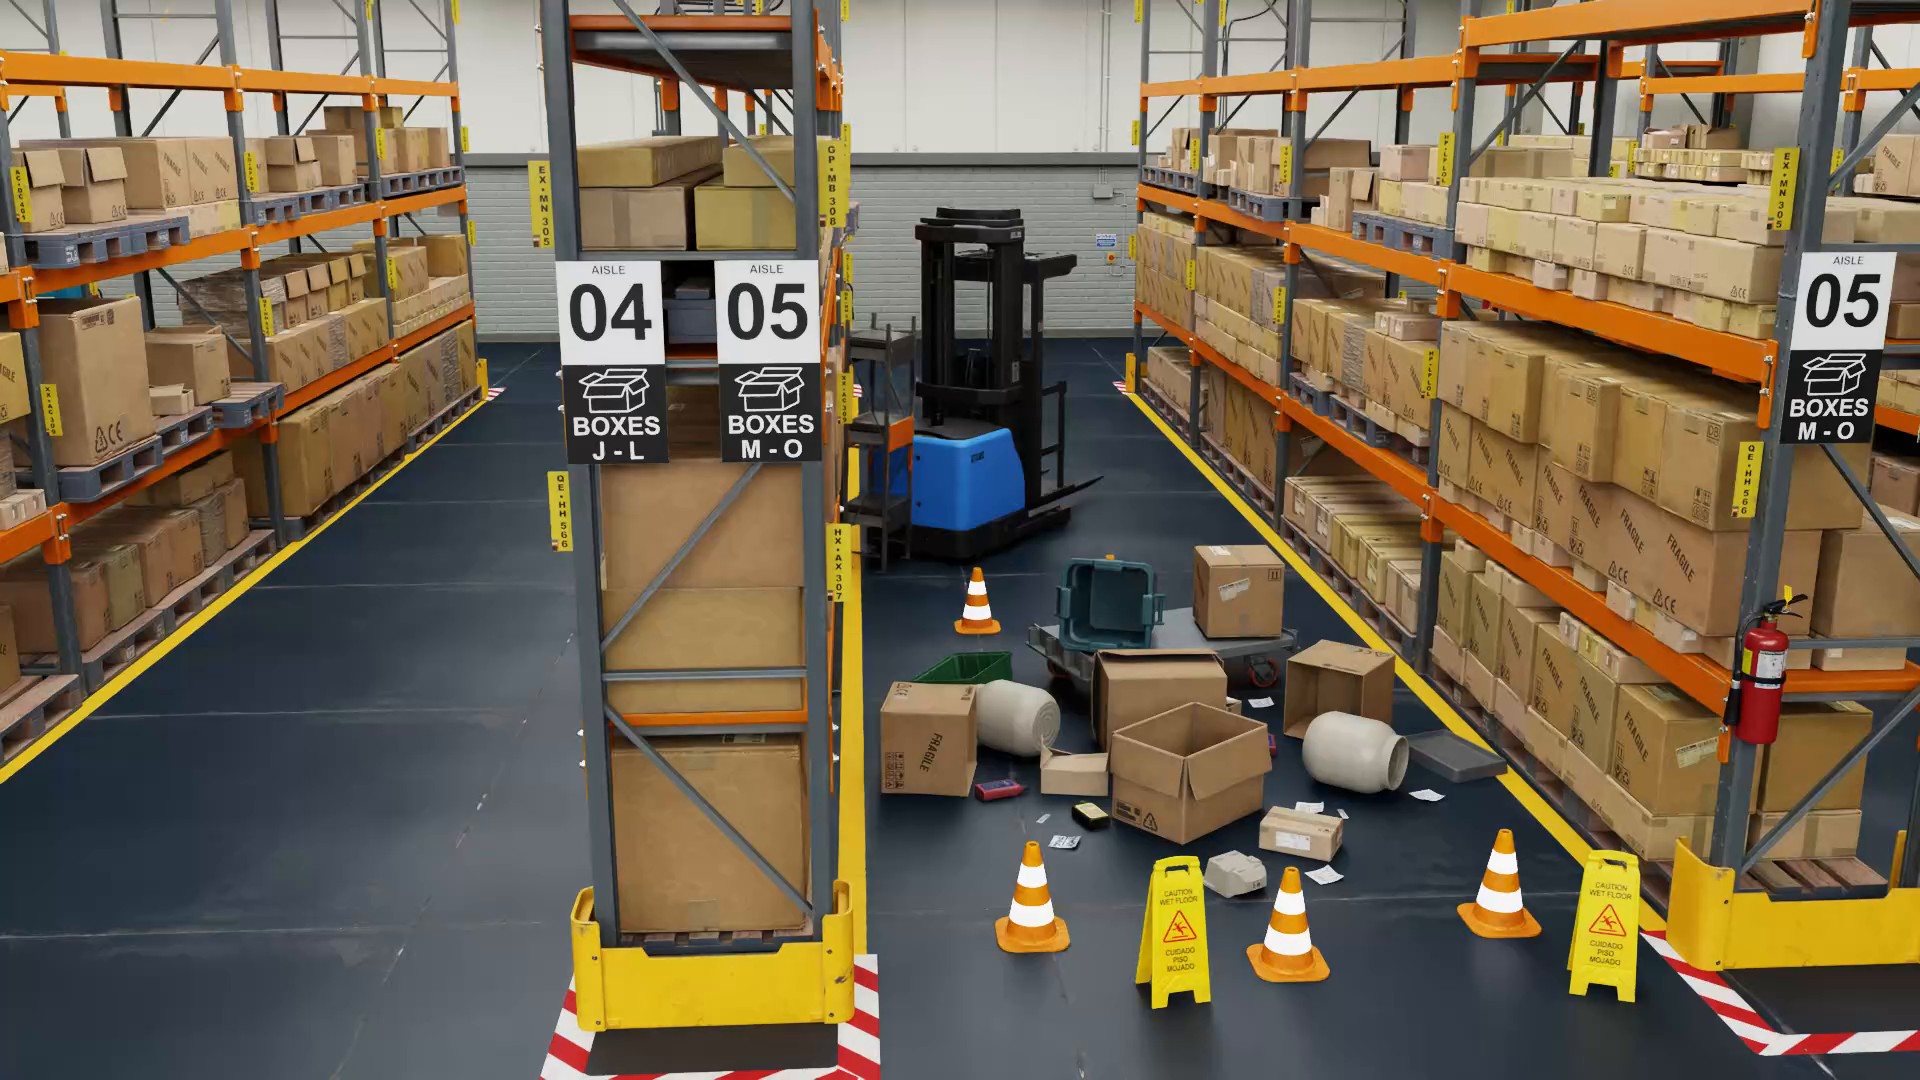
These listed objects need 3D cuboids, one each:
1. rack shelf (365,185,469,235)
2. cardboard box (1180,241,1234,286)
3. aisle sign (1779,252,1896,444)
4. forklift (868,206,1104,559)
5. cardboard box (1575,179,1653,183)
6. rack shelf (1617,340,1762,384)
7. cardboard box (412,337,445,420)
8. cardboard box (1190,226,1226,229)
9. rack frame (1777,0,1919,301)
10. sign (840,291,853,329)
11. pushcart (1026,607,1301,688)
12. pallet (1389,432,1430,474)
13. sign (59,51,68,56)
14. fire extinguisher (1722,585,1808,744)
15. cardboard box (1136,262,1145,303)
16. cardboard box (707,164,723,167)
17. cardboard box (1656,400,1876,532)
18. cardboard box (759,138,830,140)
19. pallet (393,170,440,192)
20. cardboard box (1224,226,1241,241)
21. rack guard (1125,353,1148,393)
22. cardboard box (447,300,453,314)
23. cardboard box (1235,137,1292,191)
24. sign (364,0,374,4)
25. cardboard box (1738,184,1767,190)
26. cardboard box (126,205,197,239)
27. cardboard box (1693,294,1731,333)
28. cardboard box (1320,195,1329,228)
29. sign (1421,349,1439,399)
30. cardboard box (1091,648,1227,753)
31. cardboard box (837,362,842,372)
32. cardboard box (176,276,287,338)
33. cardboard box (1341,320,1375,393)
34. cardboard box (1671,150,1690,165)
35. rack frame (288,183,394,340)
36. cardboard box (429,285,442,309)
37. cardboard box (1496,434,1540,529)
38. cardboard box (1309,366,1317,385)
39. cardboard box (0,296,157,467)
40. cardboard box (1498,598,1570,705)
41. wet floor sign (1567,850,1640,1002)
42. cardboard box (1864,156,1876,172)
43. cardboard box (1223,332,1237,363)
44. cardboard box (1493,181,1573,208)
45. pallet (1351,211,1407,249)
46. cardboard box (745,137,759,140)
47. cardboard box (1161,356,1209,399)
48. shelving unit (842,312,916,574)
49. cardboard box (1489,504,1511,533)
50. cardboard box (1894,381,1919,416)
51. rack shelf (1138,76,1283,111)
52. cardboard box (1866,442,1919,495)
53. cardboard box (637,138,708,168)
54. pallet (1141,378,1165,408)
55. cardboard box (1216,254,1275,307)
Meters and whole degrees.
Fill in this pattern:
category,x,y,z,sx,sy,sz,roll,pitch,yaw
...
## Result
category,x,y,z,sx,sy,sz,roll,pitch,yaw
rack shelf,-6.870,-3.977,19.889,1.077,0.370,4.000,-1,14,-3
cardboard box,2.840,-3.175,19.137,0.500,0.500,0.500,-1,14,-4
aisle sign,3.603,-0.783,6.835,0.394,0.787,0.004,-1,14,-3
forklift,0.378,-1.573,15.258,1.130,2.935,3.031,9,17,30
cardboard box,3.971,-2.117,10.120,0.380,0.149,0.250,-1,14,-5
rack shelf,8.223,-1.761,17.293,1.077,0.370,4.000,-1,14,-3
cardboard box,-6.762,-1.939,19.966,0.875,0.875,0.875,-1,14,-3
cardboard box,2.895,-3.577,19.399,0.380,0.149,0.250,-1,14,-3
rack frame,3.889,-2.450,6.488,1.000,3.000,0.127,-1,14,-3
sign,-0.987,-2.003,14.466,0.100,0.325,0.005,-1,14,-3
pushcart,1.368,0.778,11.244,1.648,0.377,0.936,-6,16,-23
pallet,3.739,-0.639,11.874,1.003,0.211,1.213,-1,14,-3
sign,-11.389,-6.056,21.151,0.100,0.325,0.005,-1,14,-3
fire extinguisher,3.436,0.529,7.107,0.296,0.674,0.183,-1,14,-3
cardboard box,2.641,-3.448,22.208,0.500,0.500,0.500,-1,14,-4
cardboard box,-1.510,-1.962,9.274,0.500,0.250,0.500,-1,14,-4
cardboard box,3.639,-0.345,7.542,0.700,0.500,0.500,-1,14,-5
cardboard box,-0.907,-2.133,9.138,0.380,0.149,0.250,-1,14,-2
pallet,-6.858,-4.292,19.846,1.003,0.211,1.213,-1,14,-3
cardboard box,3.295,-3.585,19.429,0.380,0.149,0.250,-1,14,-4
rack guard,2.896,-2.319,23.036,1.175,0.500,0.348,-1,14,-3
cardboard box,-6.578,-2.911,20.826,0.380,0.149,0.250,-1,14,-5
cardboard box,2.994,-3.672,16.216,0.500,0.500,0.500,-1,14,-3
sign,-6.205,-5.783,17.411,0.100,0.325,0.005,-1,14,-3
cardboard box,8.010,-3.365,16.366,0.500,0.250,0.500,-1,14,-3
cardboard box,-6.151,-2.398,12.610,0.500,0.250,0.500,0,14,-2
cardboard box,3.539,-1.021,7.460,0.380,0.149,0.250,-1,14,-3
cardboard box,3.259,-2.777,14.050,0.396,0.266,0.258,-1,14,-3
sign,3.087,-1.090,10.921,0.100,0.325,0.005,-1,14,-3
cardboard box,1.187,0.969,9.979,0.797,0.637,0.503,-1,14,-3
cardboard box,-1.185,-1.125,13.177,0.500,0.500,0.500,-1,14,-4
cardboard box,-6.527,-2.097,14.944,0.797,0.503,0.637,0,14,-2
cardboard box,3.292,-1.428,12.918,0.500,0.500,0.500,-1,14,-6
cardboard box,7.783,-4.060,17.629,0.380,0.149,0.250,-1,14,-4
rack frame,-6.746,-2.376,18.240,1.000,3.000,0.127,-1,14,-3
cardboard box,-6.600,-2.943,20.150,0.500,0.250,0.500,-1,14,-3
cardboard box,3.462,-0.368,9.641,0.500,0.500,0.500,-1,14,-4
cardboard box,3.183,-1.392,14.080,0.380,0.149,0.250,-2,15,-7
cardboard box,-6.160,-1.080,11.157,1.000,1.000,1.000,-1,14,-3
cardboard box,3.483,0.639,9.695,0.500,0.500,0.500,0,14,-1
wet floor sign,2.833,1.660,7.281,0.267,0.644,0.232,4,15,16
cardboard box,8.614,-3.488,15.448,0.380,0.149,0.250,-1,14,-3
cardboard box,2.980,-1.962,16.932,0.500,0.250,0.500,-1,14,-4
cardboard box,3.387,-2.043,9.831,0.380,0.149,0.250,-1,14,-5
pallet,3.642,-2.314,12.357,1.213,0.211,1.003,-1,14,-3
cardboard box,-1.926,-3.720,15.710,0.396,0.266,0.258,-1,14,-3
cardboard box,3.103,-2.096,21.452,0.875,0.438,0.875,0,14,-2
shelving unit,-0.679,-0.810,13.906,0.431,2.100,0.503,9,18,21
cardboard box,3.435,-0.145,10.073,0.380,0.149,0.250,0,14,-2
cardboard box,8.196,-1.172,13.861,0.500,0.250,0.500,-1,14,-5
rack shelf,3.021,-5.389,20.160,1.077,0.370,4.000,-1,14,-3
cardboard box,8.372,-0.510,14.910,0.875,0.625,0.625,0,14,-2
cardboard box,-1.545,-2.057,8.843,0.380,0.149,0.250,-1,14,-3
pallet,3.025,-1.975,22.281,1.003,0.211,1.213,-1,14,-3
cardboard box,2.973,-2.697,17.280,0.500,0.500,0.500,-1,14,-5
